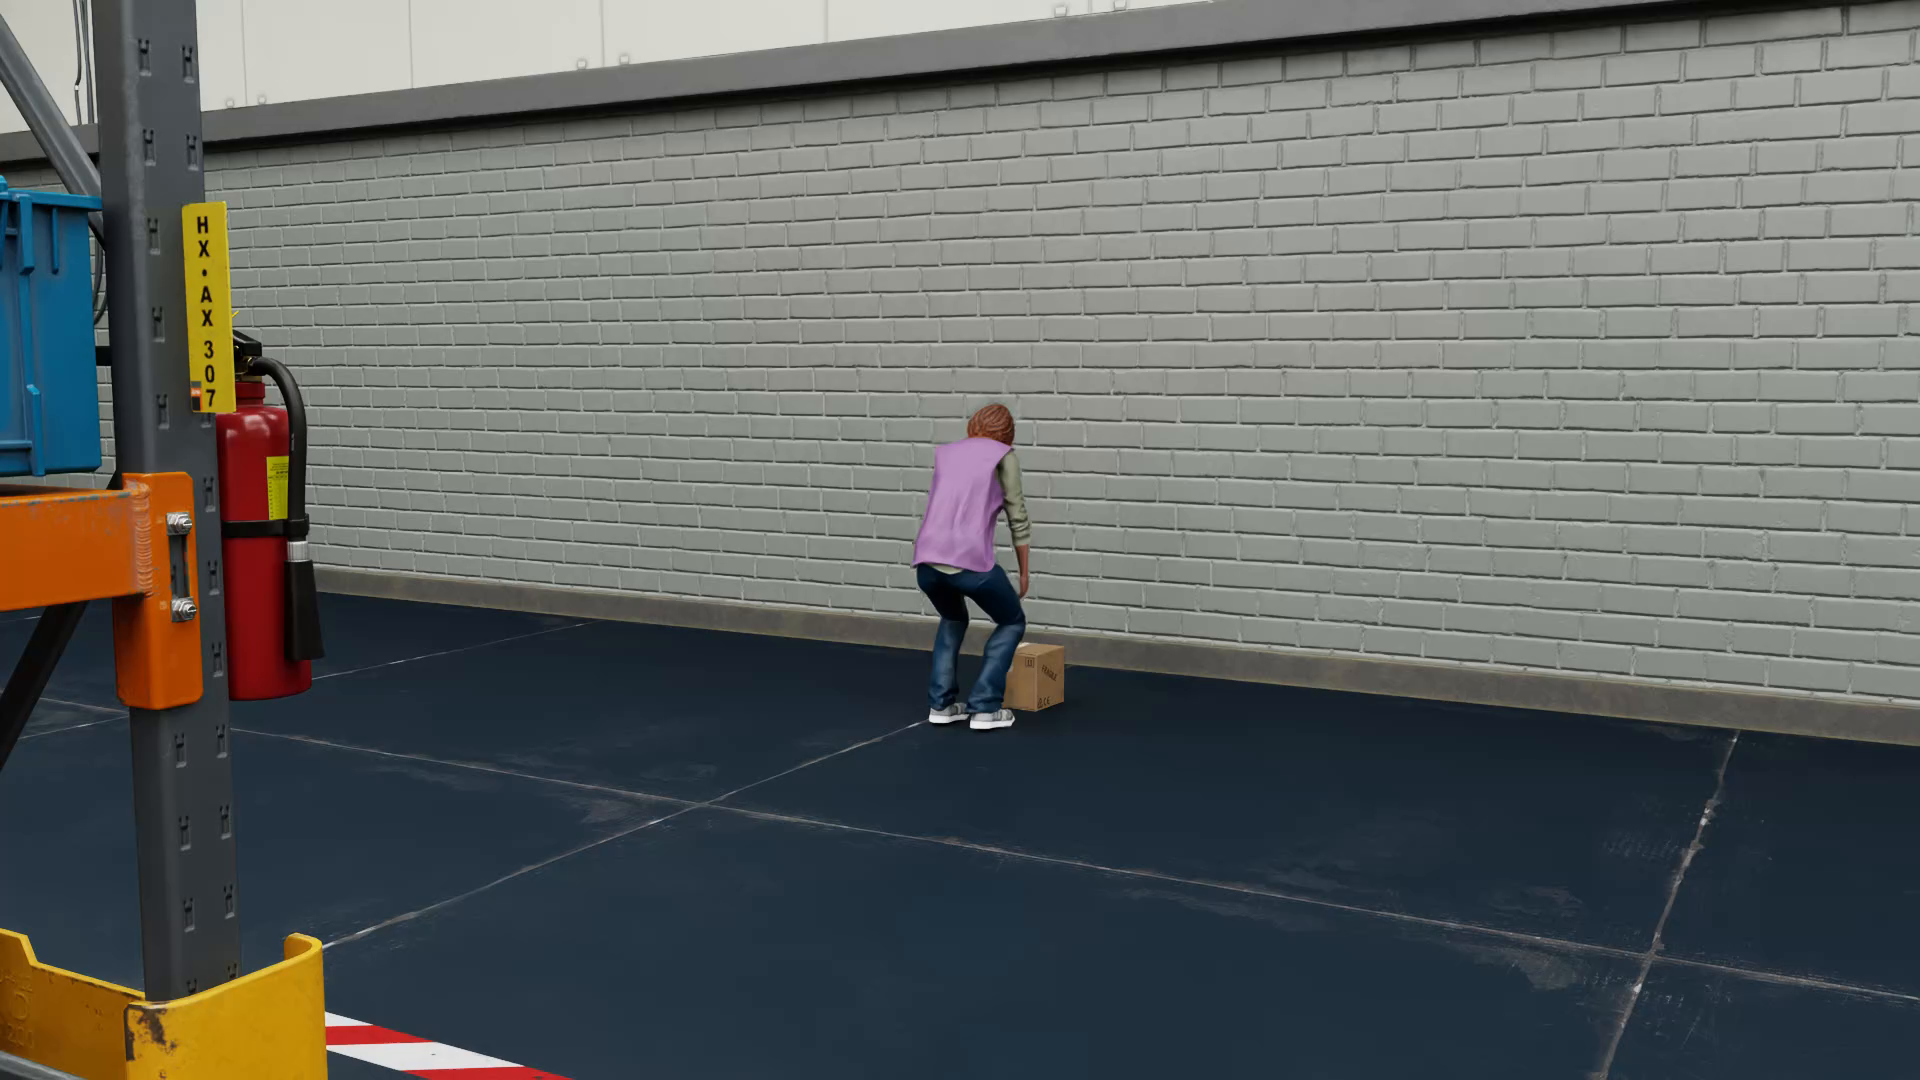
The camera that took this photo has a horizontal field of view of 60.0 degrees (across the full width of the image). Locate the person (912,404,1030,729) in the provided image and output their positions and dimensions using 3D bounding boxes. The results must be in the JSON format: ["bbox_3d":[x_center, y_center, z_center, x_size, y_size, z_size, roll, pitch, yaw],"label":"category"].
[{"bbox_3d":[0.034,0.113,6.891,0.462,1.310,0.640,4,7,32],"label":"person"}]
